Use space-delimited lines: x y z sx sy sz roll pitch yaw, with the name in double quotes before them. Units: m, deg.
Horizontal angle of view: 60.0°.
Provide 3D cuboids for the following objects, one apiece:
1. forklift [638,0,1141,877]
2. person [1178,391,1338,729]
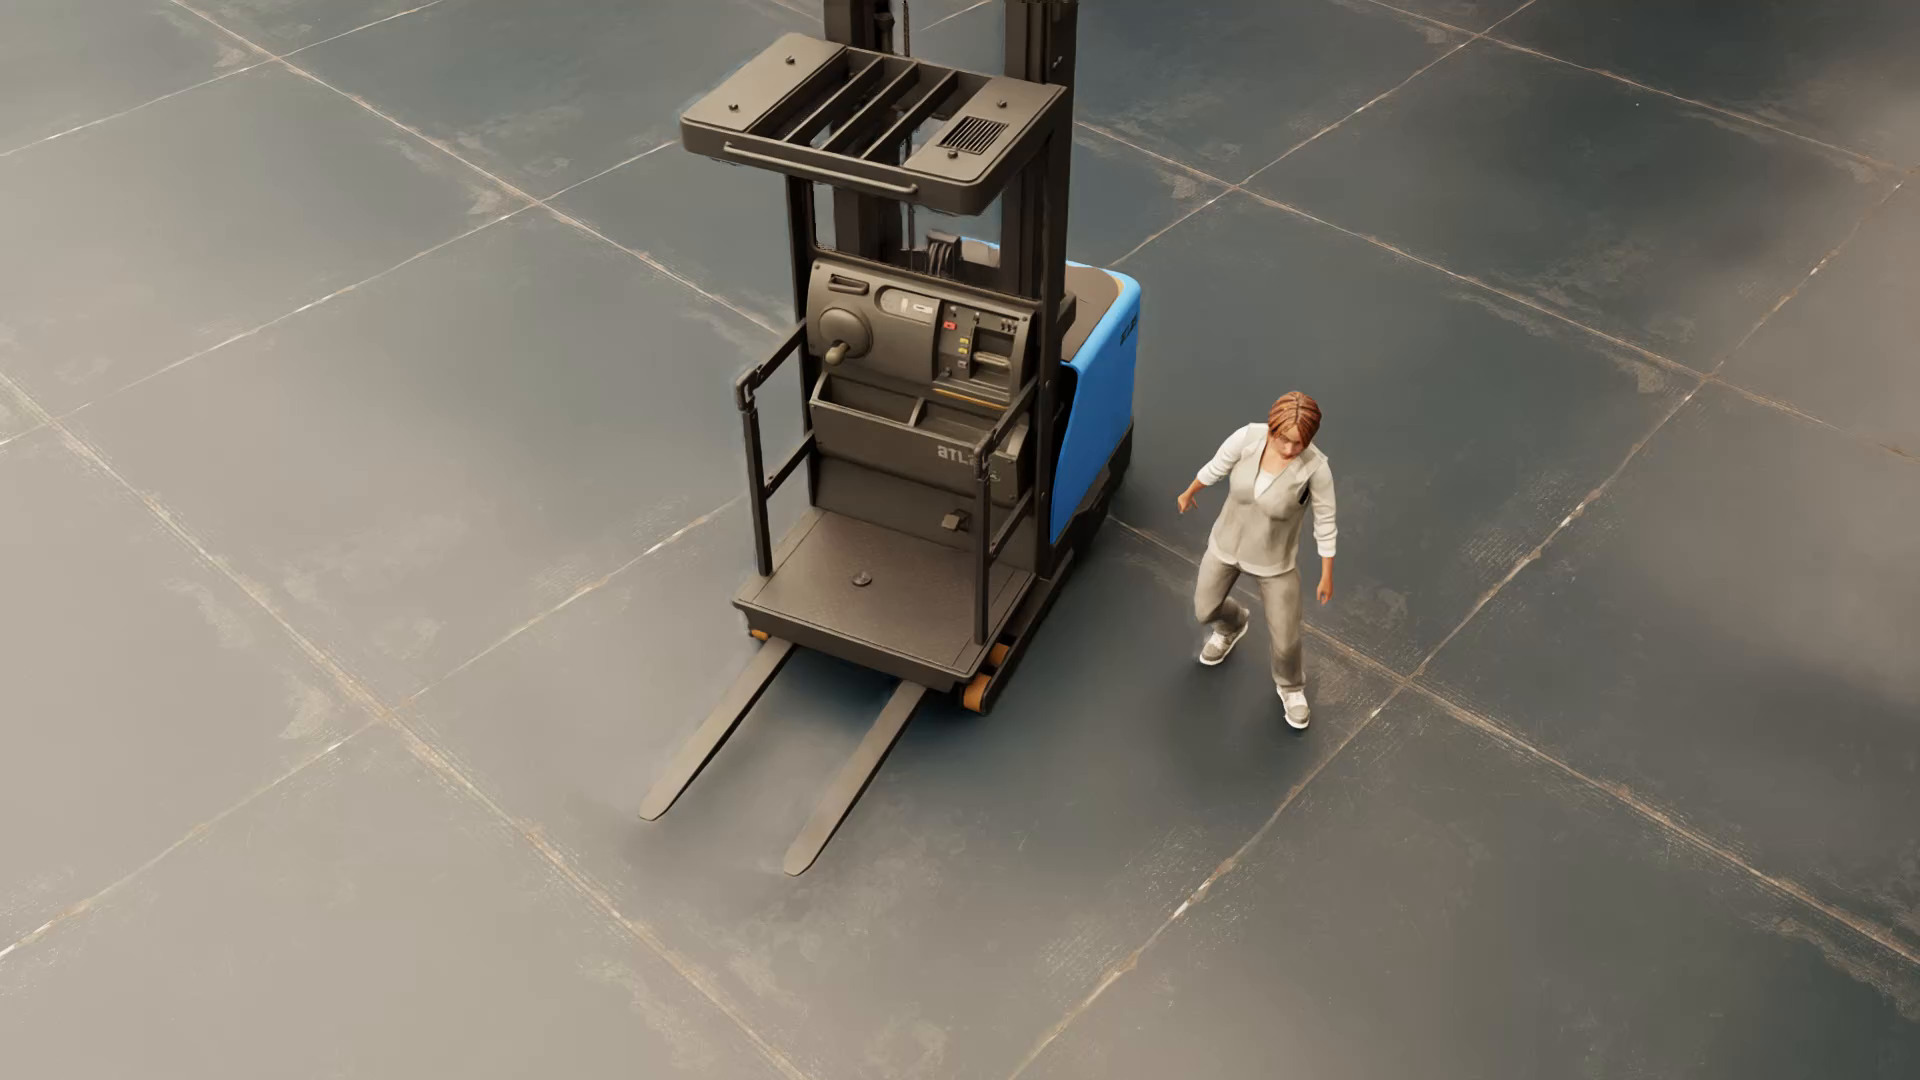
"forklift" -0.255 -0.728 6.276 1.130 2.935 3.031 17 43 18
"person" 1.173 -0.009 6.508 0.743 1.532 0.442 25 47 26
